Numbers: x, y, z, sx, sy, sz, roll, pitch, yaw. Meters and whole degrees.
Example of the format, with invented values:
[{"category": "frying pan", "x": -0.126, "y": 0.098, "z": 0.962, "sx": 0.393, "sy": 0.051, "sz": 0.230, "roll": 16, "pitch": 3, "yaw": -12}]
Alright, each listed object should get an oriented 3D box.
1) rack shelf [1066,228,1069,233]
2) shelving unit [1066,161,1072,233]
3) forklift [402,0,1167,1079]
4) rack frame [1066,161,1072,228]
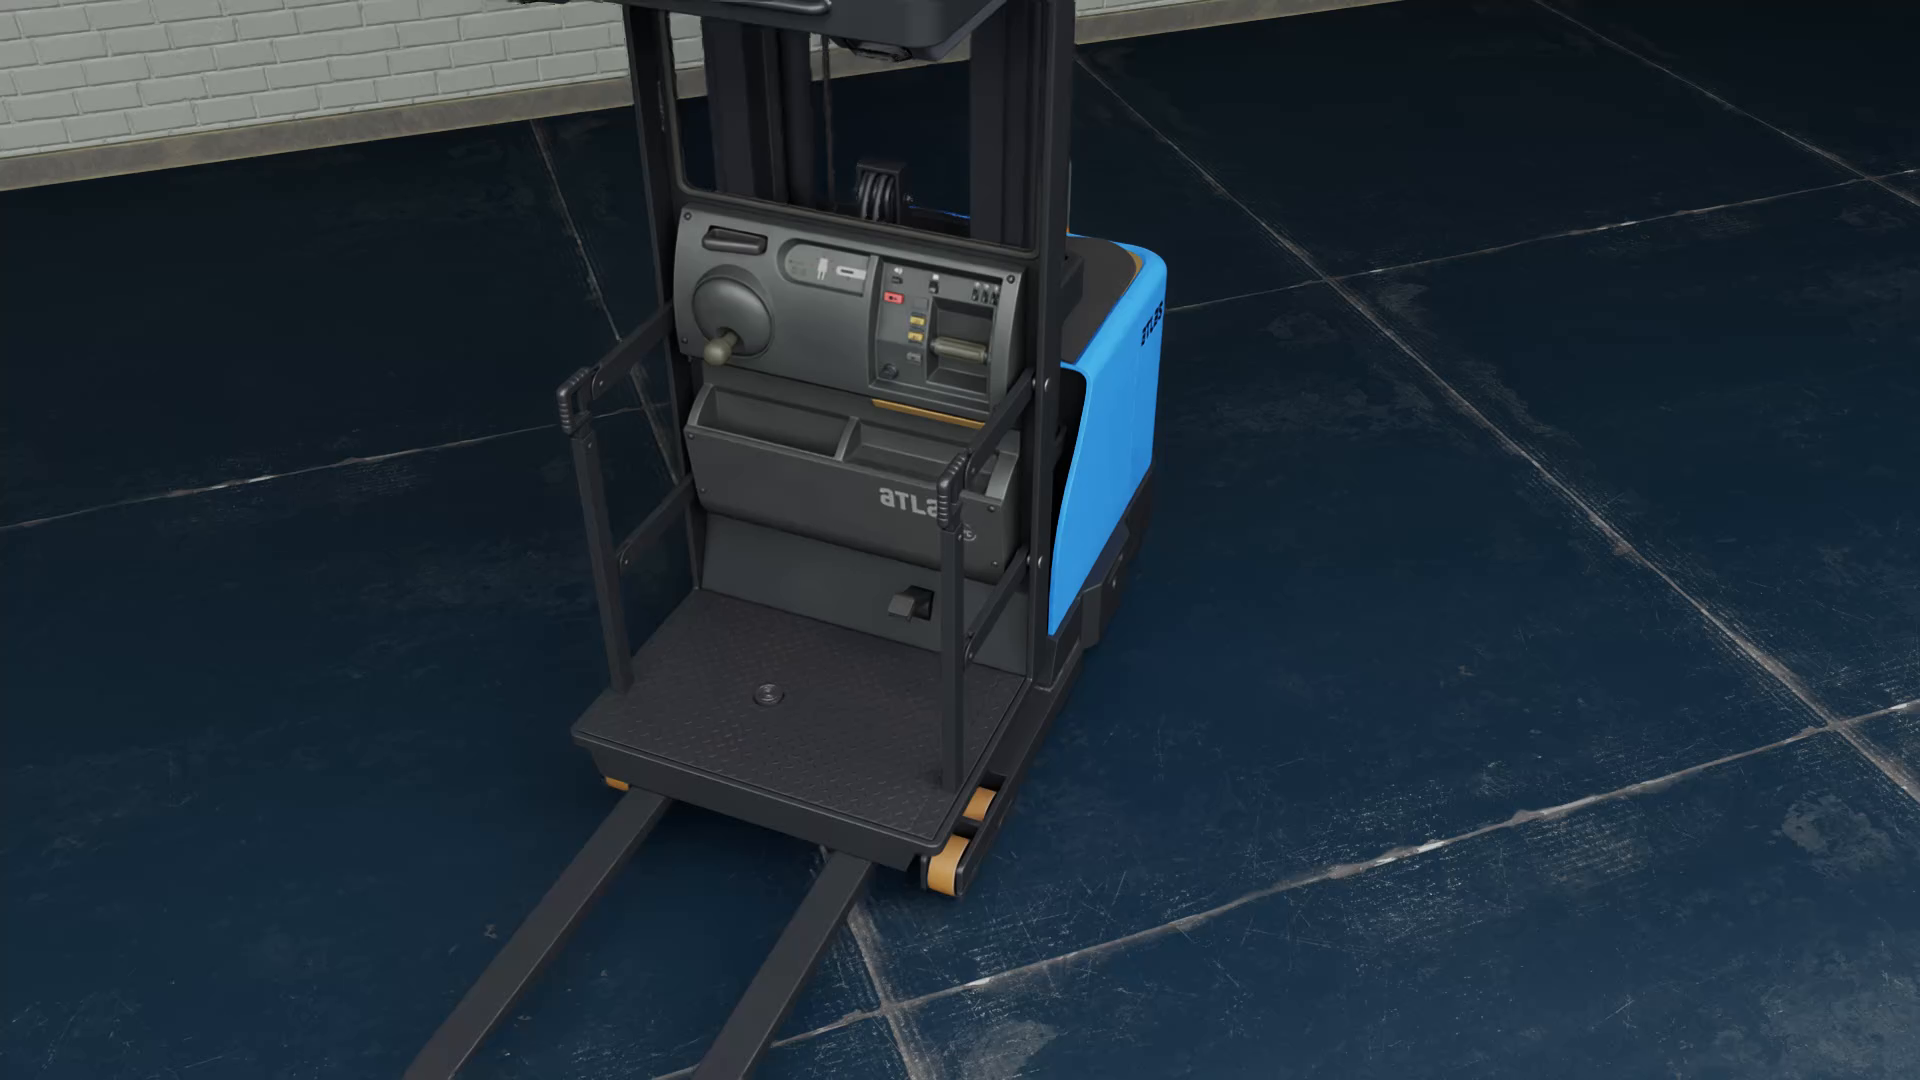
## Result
[{"category": "rack shelf", "x": 0.215, "y": -0.972, "z": 5.519, "sx": 0.258, "sy": 0.103, "sz": 0.180, "roll": 14, "pitch": 39, "yaw": 18}, {"category": "shelving unit", "x": 0.215, "y": -0.720, "z": 5.709, "sx": 0.258, "sy": 1.200, "sz": 0.189, "roll": 14, "pitch": 39, "yaw": 18}, {"category": "forklift", "x": -0.374, "y": -0.507, "z": 3.987, "sx": 1.130, "sy": 2.935, "sz": 3.031, "roll": 14, "pitch": 39, "yaw": 18}, {"category": "rack frame", "x": 0.250, "y": -0.771, "z": 5.776, "sx": 0.240, "sy": 1.200, "sz": 0.006, "roll": 14, "pitch": 39, "yaw": 18}]
